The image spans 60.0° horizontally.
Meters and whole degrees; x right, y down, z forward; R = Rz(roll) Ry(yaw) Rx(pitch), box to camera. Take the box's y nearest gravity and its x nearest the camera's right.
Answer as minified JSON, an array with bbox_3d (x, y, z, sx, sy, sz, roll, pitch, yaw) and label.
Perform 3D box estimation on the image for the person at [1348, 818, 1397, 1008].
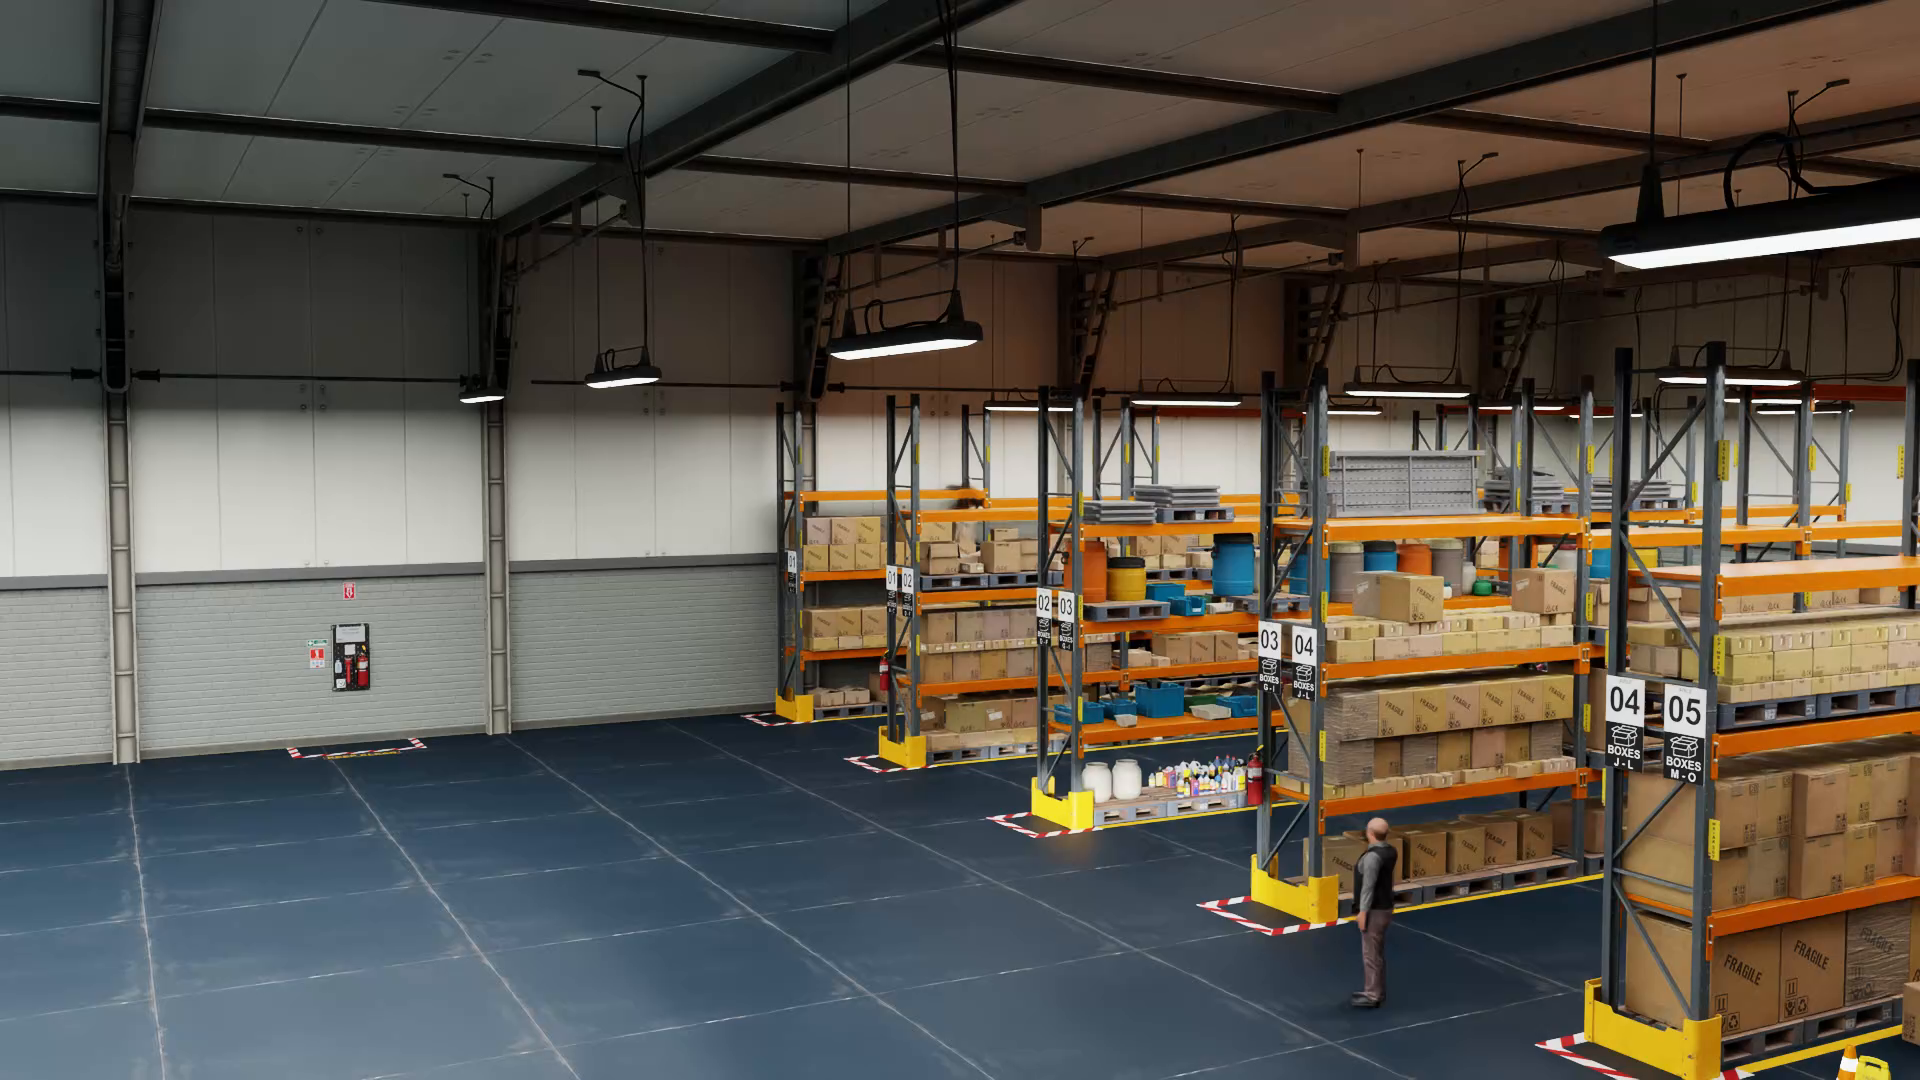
[{"bbox_3d":[3.825,3.428,15.408,0.414,1.727,0.542,1,3,17],"label":"person"}]
